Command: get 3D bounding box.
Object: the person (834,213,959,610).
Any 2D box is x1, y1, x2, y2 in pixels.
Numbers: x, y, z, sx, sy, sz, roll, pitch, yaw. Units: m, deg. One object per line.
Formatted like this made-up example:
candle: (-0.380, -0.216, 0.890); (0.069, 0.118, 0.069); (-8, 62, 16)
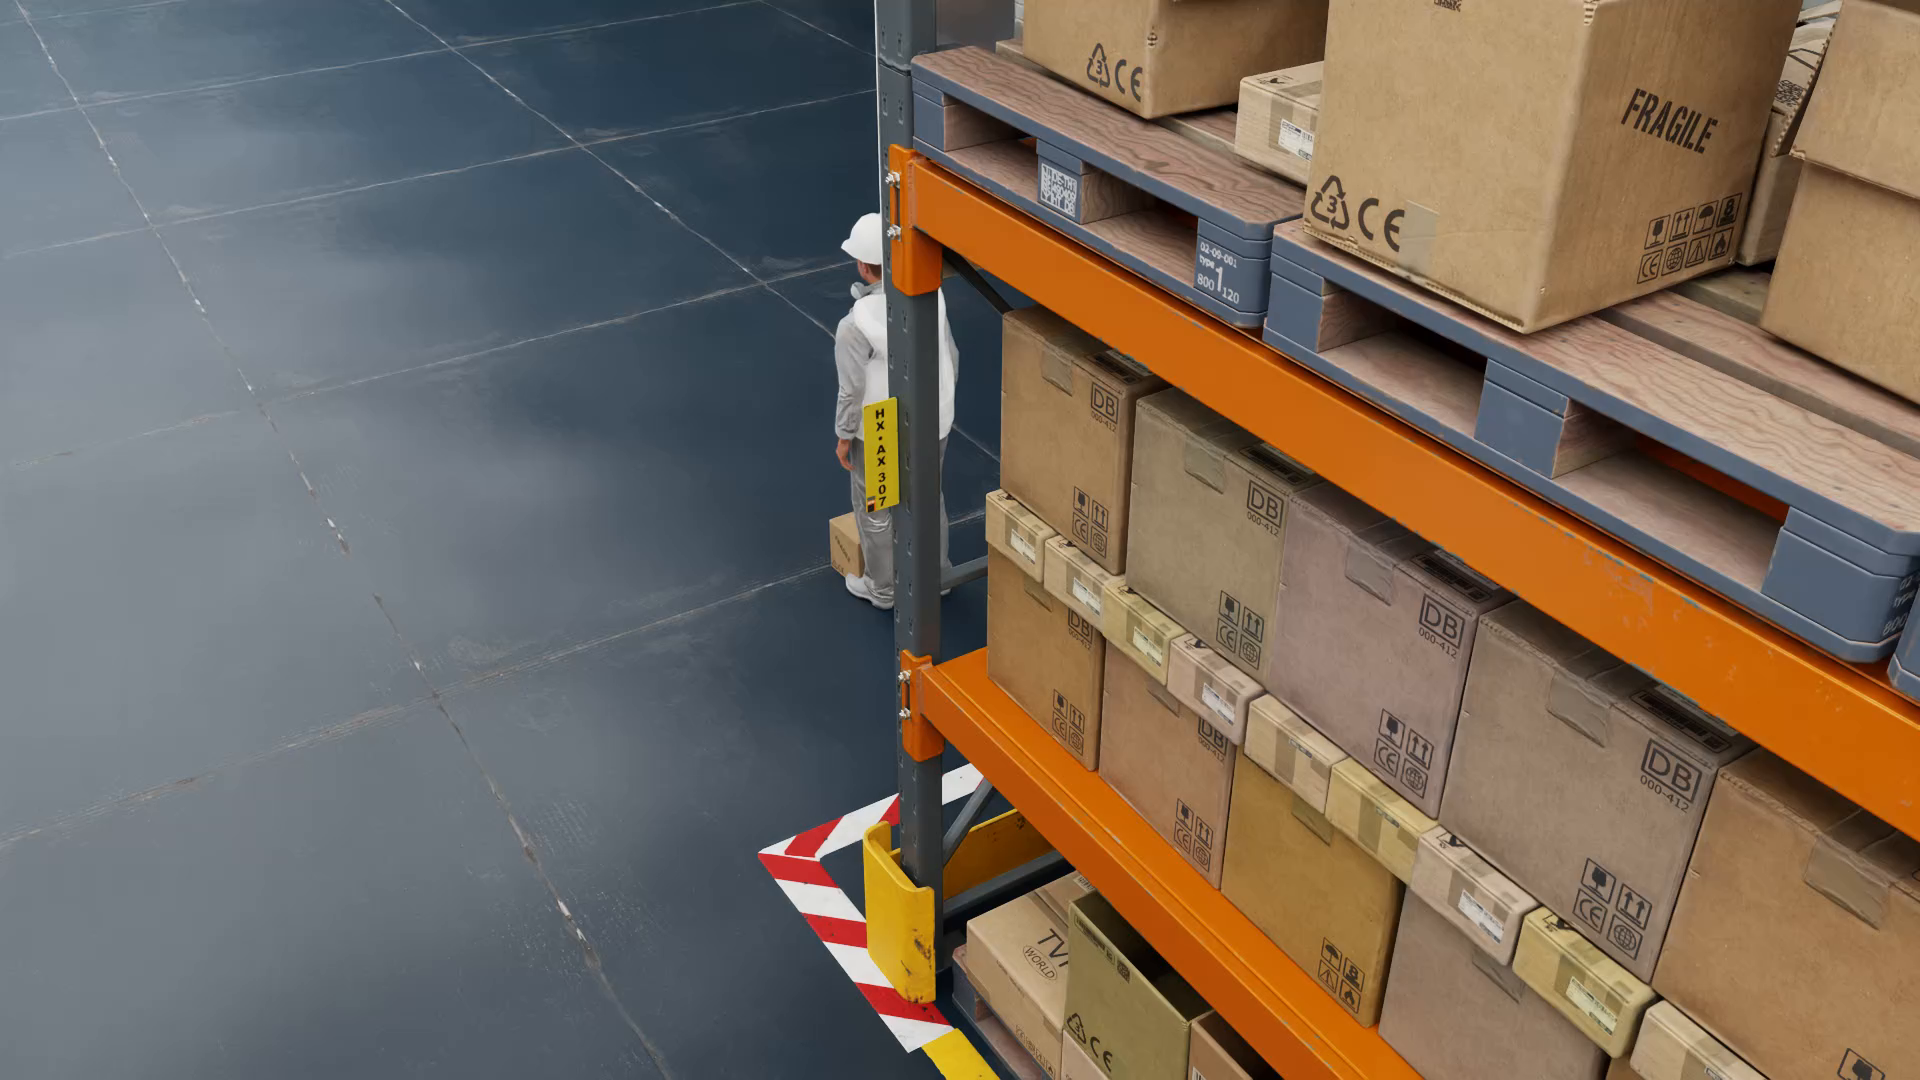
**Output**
person: (-0.271, -0.495, 6.894); (0.583, 1.770, 0.476); (-21, 38, -30)
